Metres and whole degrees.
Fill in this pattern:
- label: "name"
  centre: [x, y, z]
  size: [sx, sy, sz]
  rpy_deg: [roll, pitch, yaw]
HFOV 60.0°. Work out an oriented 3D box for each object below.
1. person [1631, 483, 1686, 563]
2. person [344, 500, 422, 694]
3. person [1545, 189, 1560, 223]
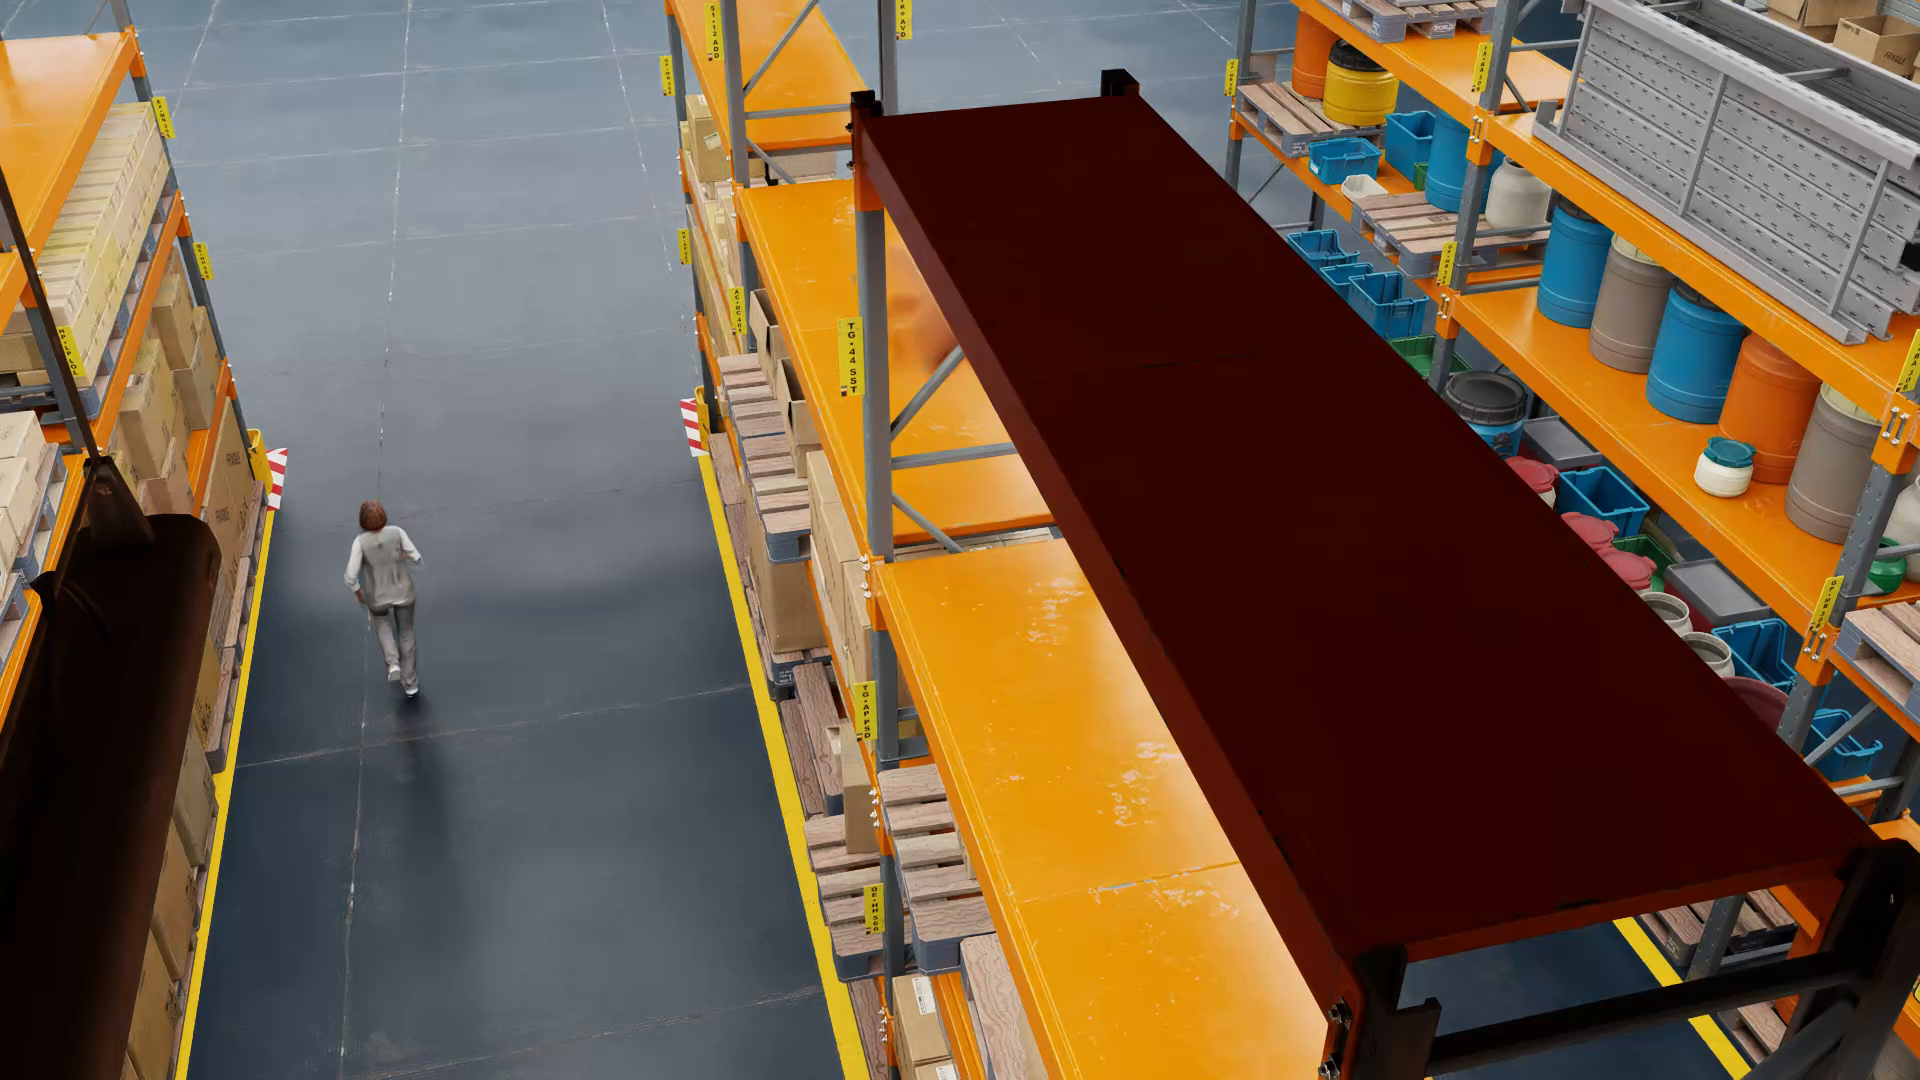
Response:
- label: "person"
  centre: [5.677, -0.475, 13.249]
  size: [0.716, 1.736, 0.833]
  rpy_deg: [-11, 36, -16]
- label: "person"
  centre: [-4.169, 0.376, 12.141]
  size: [0.536, 1.568, 0.604]
  rpy_deg: [-13, 36, -18]
- label: "person"
  centre: [6.820, -3.990, 18.495]
  size: [0.845, 1.662, 0.585]
  rpy_deg: [5, 35, 8]
